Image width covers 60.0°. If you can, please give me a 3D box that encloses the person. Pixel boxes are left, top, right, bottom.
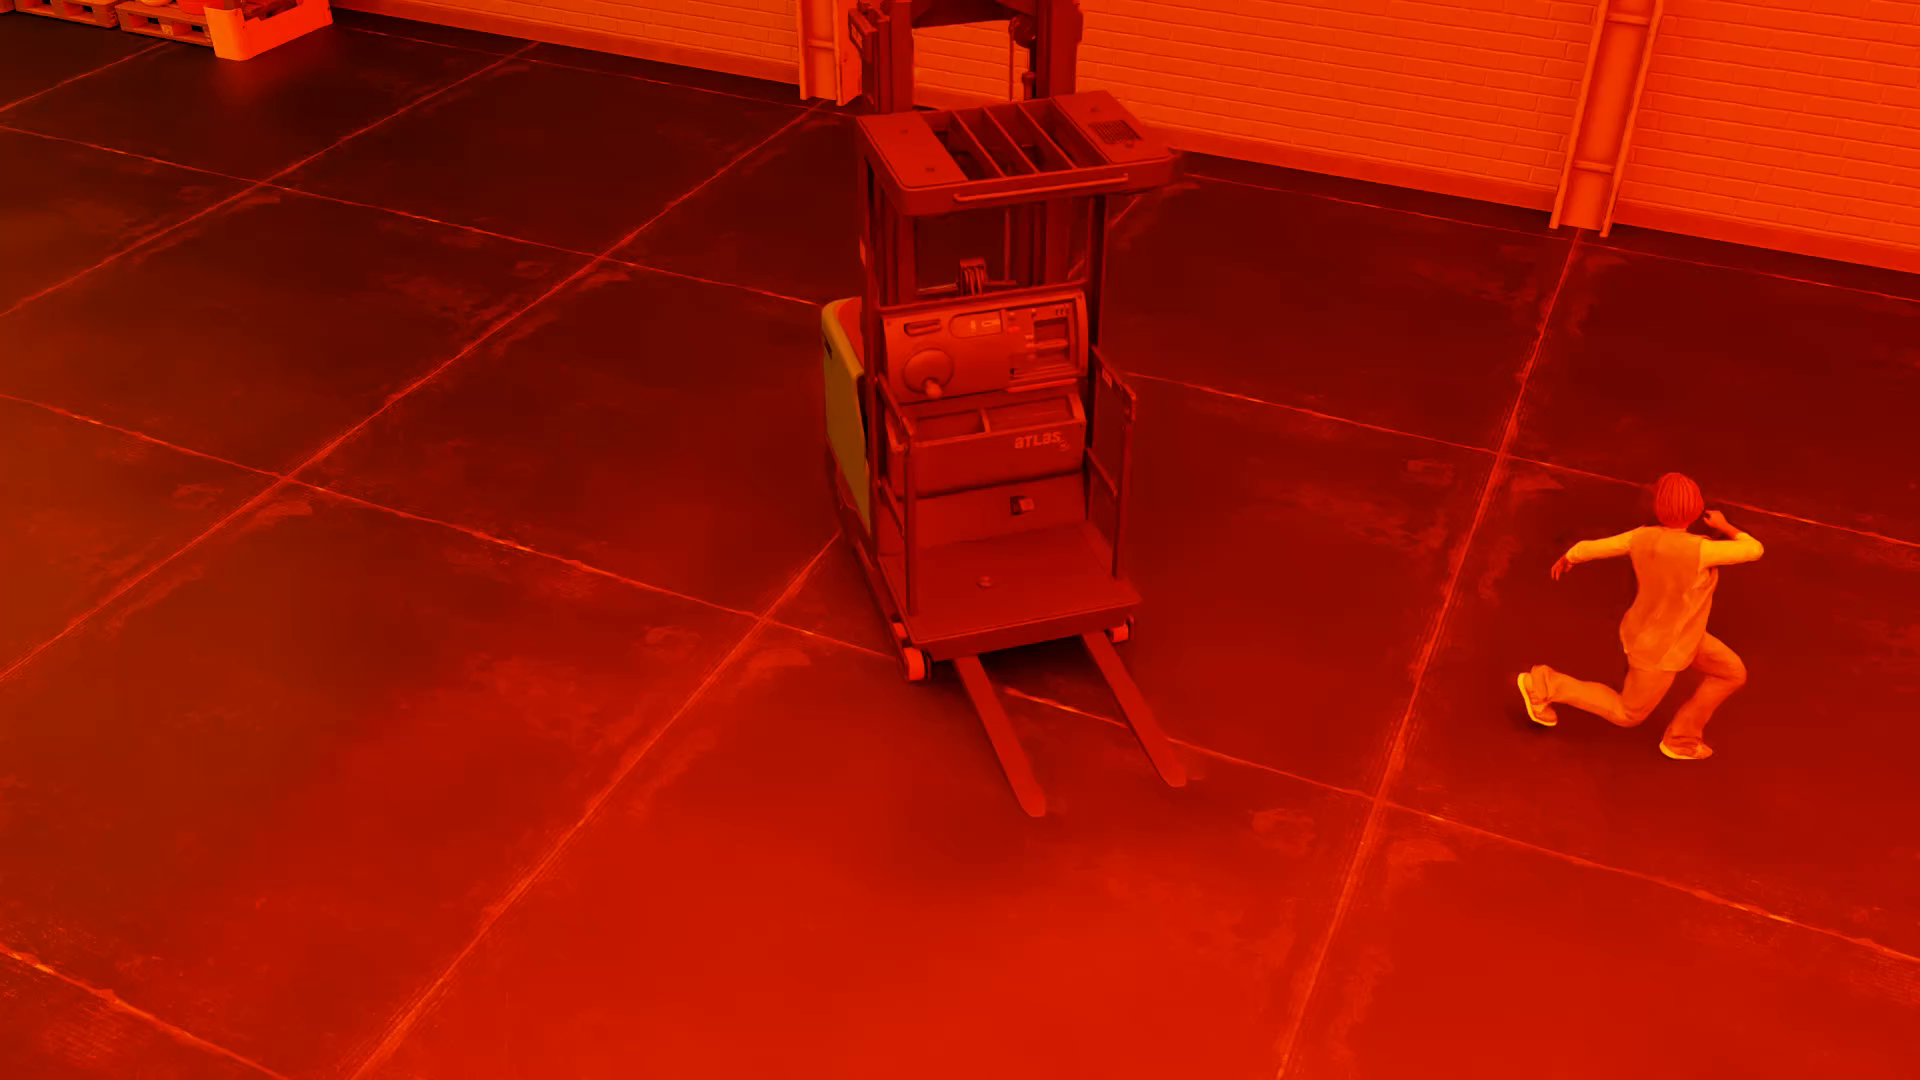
[{"bbox_3d":[2.908,0.294,7.083,0.871,1.376,0.650,3,36,4],"label":"person"}]

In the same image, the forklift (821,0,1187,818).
[{"bbox_3d":[0.182,-0.796,7.202,1.130,2.935,3.031,-10,37,-13],"label":"forklift"}]
